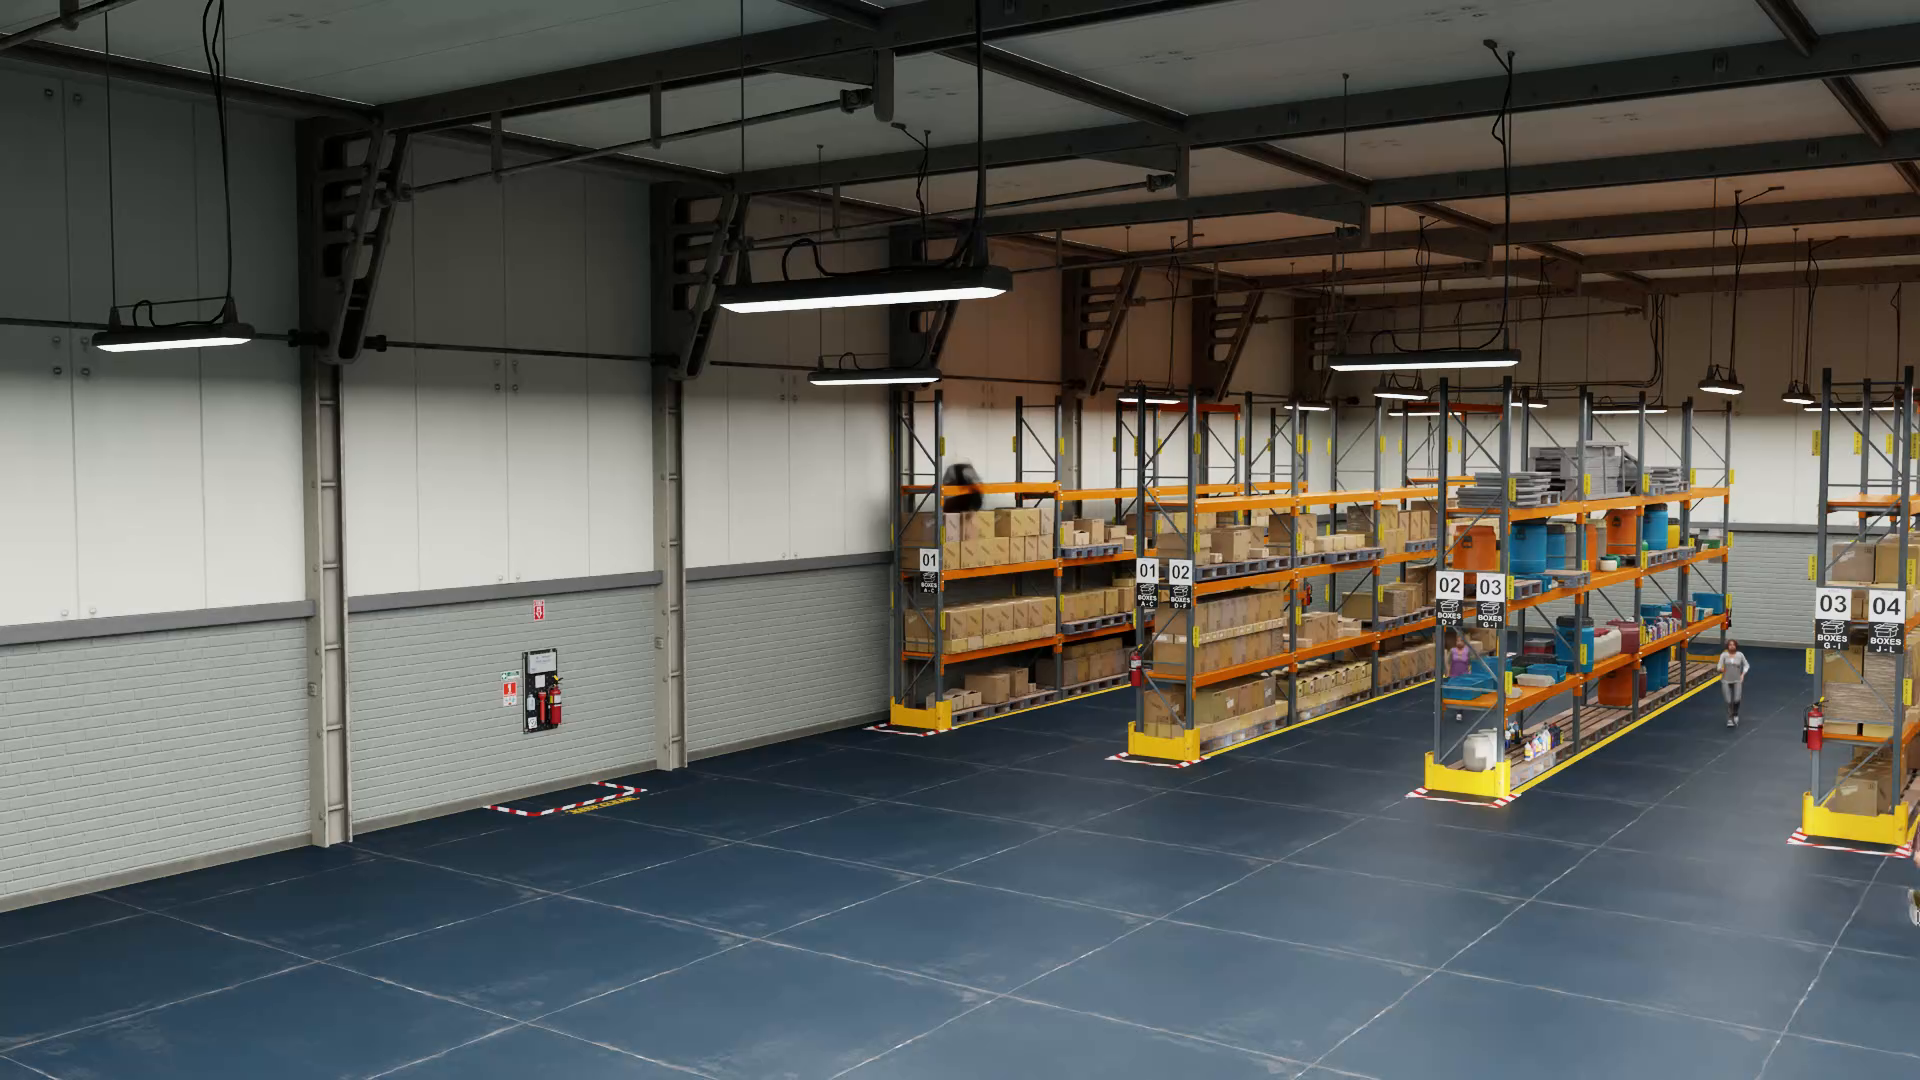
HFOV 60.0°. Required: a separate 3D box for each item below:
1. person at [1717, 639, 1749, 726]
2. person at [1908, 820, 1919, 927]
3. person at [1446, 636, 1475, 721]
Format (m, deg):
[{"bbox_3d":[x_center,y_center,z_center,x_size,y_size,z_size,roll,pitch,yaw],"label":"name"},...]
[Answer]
[{"bbox_3d":[13.726,2.545,29.551,0.521,1.561,0.569,2,4,27],"label":"person"},{"bbox_3d":[9.857,3.283,16.536,0.699,1.611,0.788,-2,4,-31],"label":"person"},{"bbox_3d":[9.200,2.515,30.556,0.522,1.554,0.598,1,3,22],"label":"person"}]
